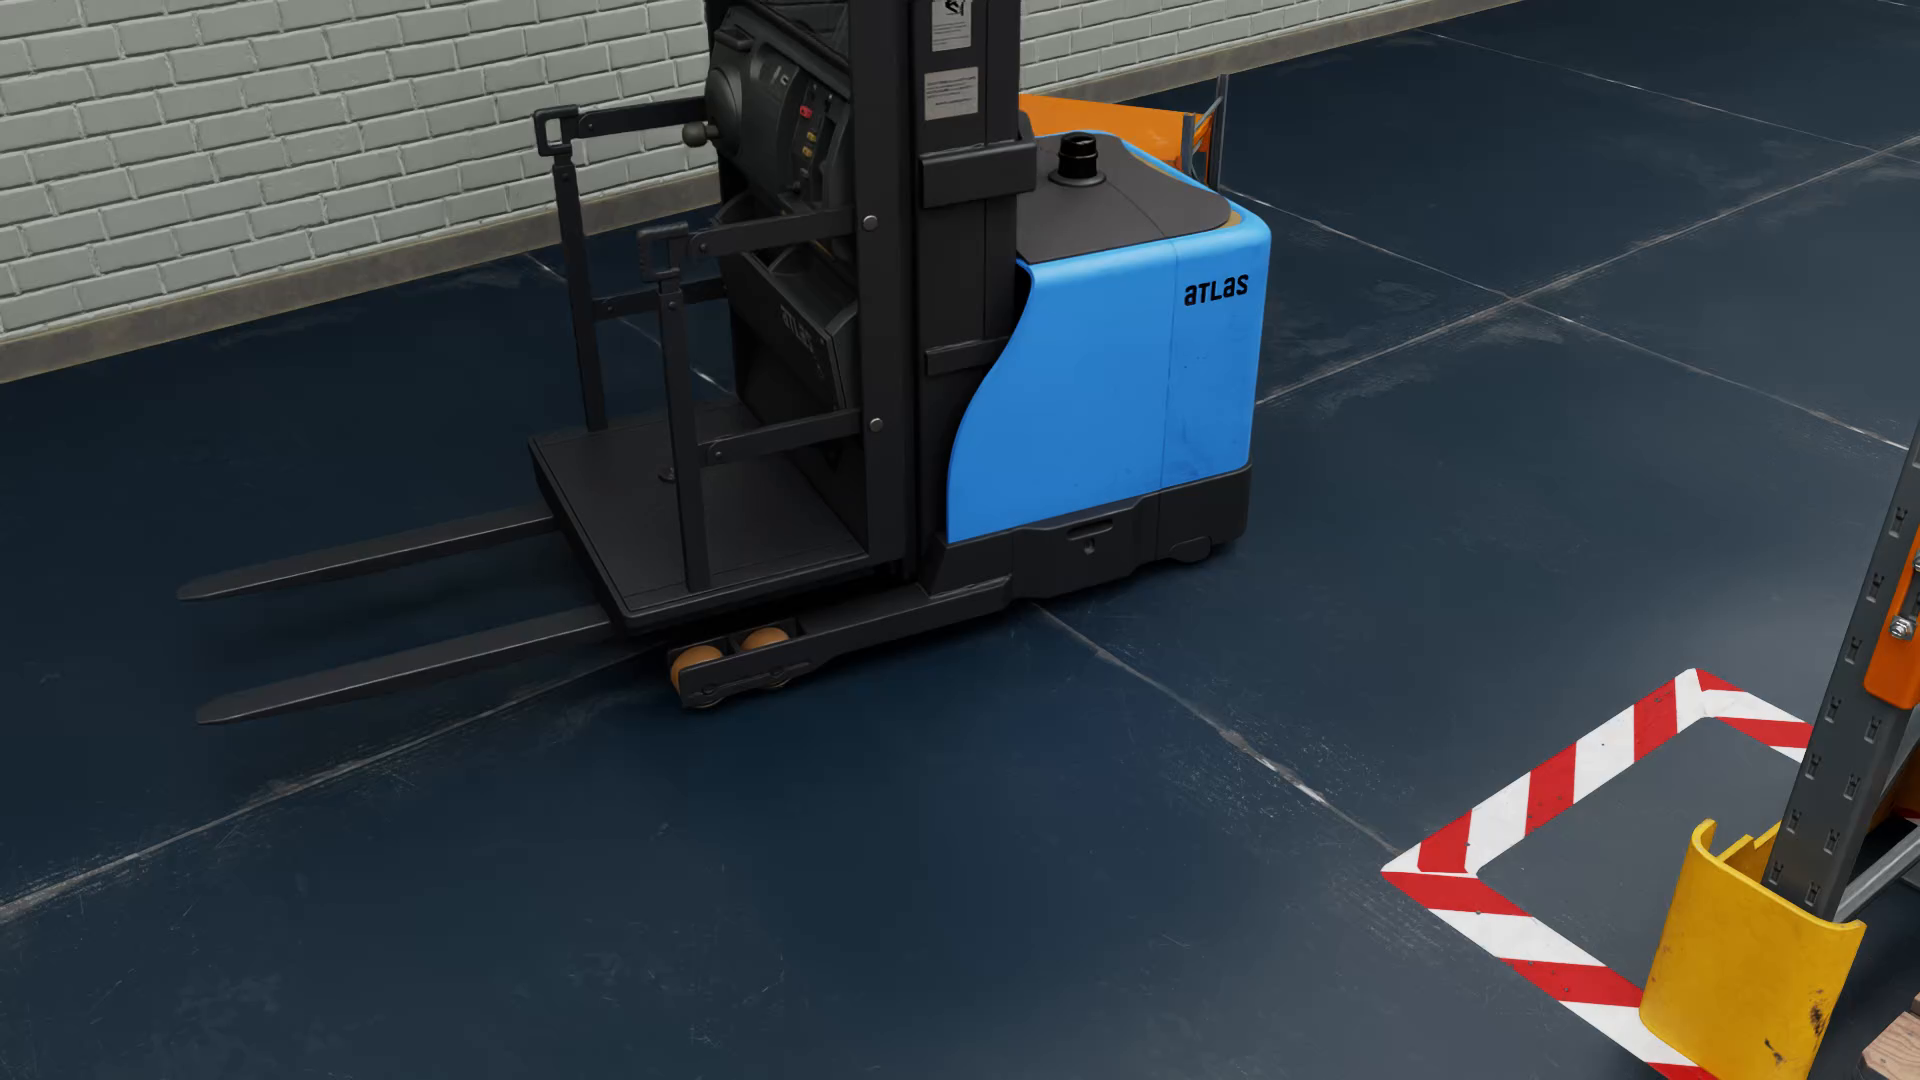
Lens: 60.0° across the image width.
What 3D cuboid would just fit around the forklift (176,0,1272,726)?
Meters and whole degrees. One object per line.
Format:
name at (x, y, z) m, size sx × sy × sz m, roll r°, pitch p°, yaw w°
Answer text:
forklift at (-0.663, -1.108, 4.256) m, size 3.031 × 2.935 × 1.130 m, roll -14°, pitch 35°, yaw -22°

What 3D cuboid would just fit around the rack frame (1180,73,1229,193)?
rack frame at (0.815, -0.995, 5.786) m, size 0.032 × 1.125 × 0.500 m, roll 12°, pitch 34°, yaw 18°

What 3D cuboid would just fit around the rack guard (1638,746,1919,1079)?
rack guard at (2.007, 0.698, 3.653) m, size 1.175 × 0.500 × 0.348 m, roll -22°, pitch 38°, yaw -31°

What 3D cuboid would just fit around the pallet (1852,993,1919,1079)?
pallet at (2.507, 1.182, 3.146) m, size 1.003 × 0.211 × 1.213 m, roll -22°, pitch 38°, yaw -31°

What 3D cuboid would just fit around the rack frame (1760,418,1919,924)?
rack frame at (2.032, -0.359, 2.984) m, size 1.000 × 3.000 × 0.127 m, roll -22°, pitch 38°, yaw -31°

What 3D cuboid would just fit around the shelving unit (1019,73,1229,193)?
shelving unit at (0.341, -1.092, 5.943) m, size 1.048 × 1.125 × 0.538 m, roll 12°, pitch 34°, yaw 18°

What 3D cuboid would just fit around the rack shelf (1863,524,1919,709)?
rack shelf at (3.259, 0.781, 1.832) m, size 1.077 × 0.370 × 4.000 m, roll -22°, pitch 38°, yaw -31°

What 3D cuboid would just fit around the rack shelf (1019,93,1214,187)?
rack shelf at (0.341, -1.341, 5.788) m, size 1.000 × 0.278 × 0.538 m, roll 12°, pitch 34°, yaw 18°
